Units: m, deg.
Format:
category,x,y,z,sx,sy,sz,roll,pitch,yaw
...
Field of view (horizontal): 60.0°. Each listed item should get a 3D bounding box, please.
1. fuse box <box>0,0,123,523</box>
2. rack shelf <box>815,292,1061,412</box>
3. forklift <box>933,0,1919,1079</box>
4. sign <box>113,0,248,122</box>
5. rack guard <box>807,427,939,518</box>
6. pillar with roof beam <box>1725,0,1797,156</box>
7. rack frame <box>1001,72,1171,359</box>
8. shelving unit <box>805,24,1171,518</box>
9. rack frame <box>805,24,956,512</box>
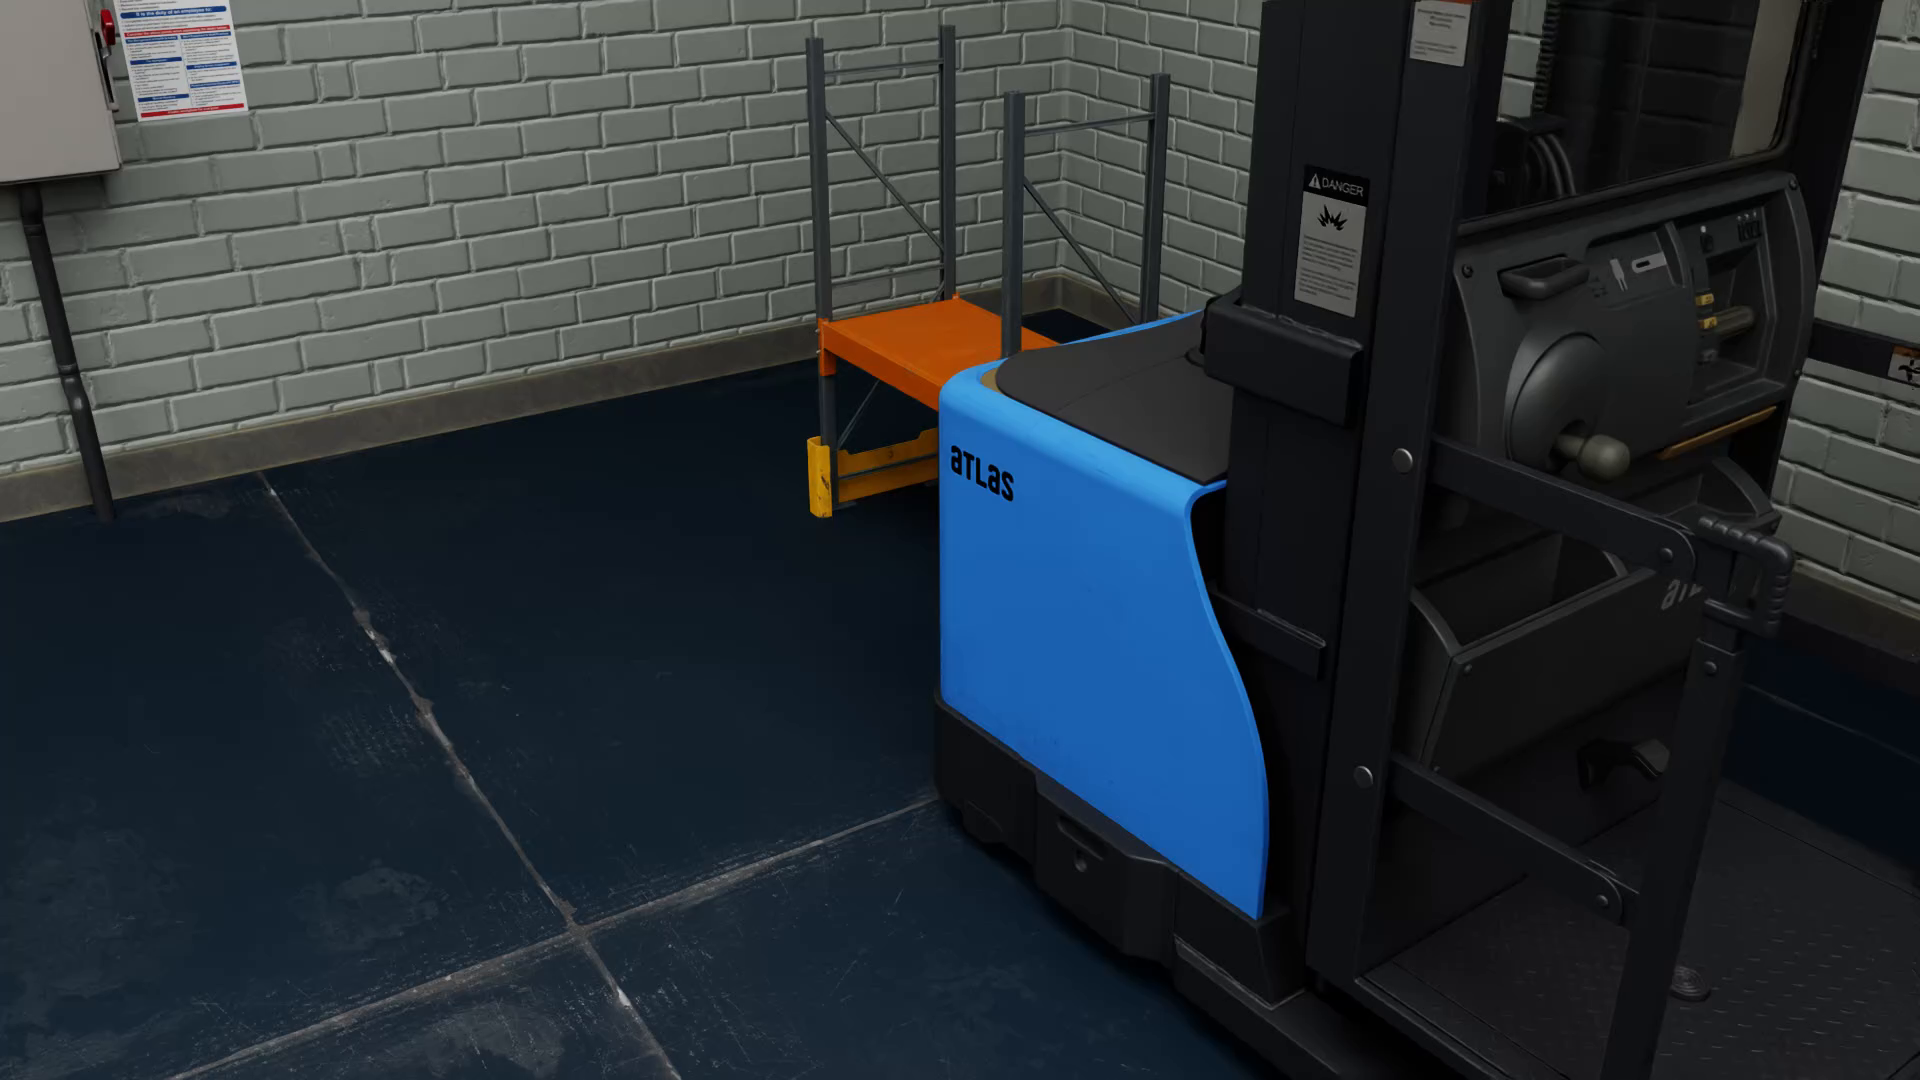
category,x,y,z,sx,sy,sz,roll,pitch,yaw
fuse box,-2.729,-0.839,5.022,0.539,1.711,0.414,-16,29,-30
rack shelf,0.047,-0.485,4.942,0.538,0.185,1.000,-16,29,-30
forklift,1.223,-0.322,2.499,1.130,2.935,3.031,-18,31,-33
sign,-2.429,-1.567,5.168,0.329,0.494,0.001,-16,29,-30
rack guard,-0.230,-0.264,5.516,0.587,0.250,0.087,-16,29,-30
pillar with roof beam,-1.638,-3.015,1.095,9.100,9.000,0.400,-16,29,-30
rack frame,0.324,-0.466,4.480,0.500,1.500,0.032,-16,29,-30
shelving unit,0.042,-0.651,4.872,0.587,1.500,1.083,-16,29,-30
rack frame,-0.231,-0.830,5.250,0.500,1.500,0.032,-16,29,-30
